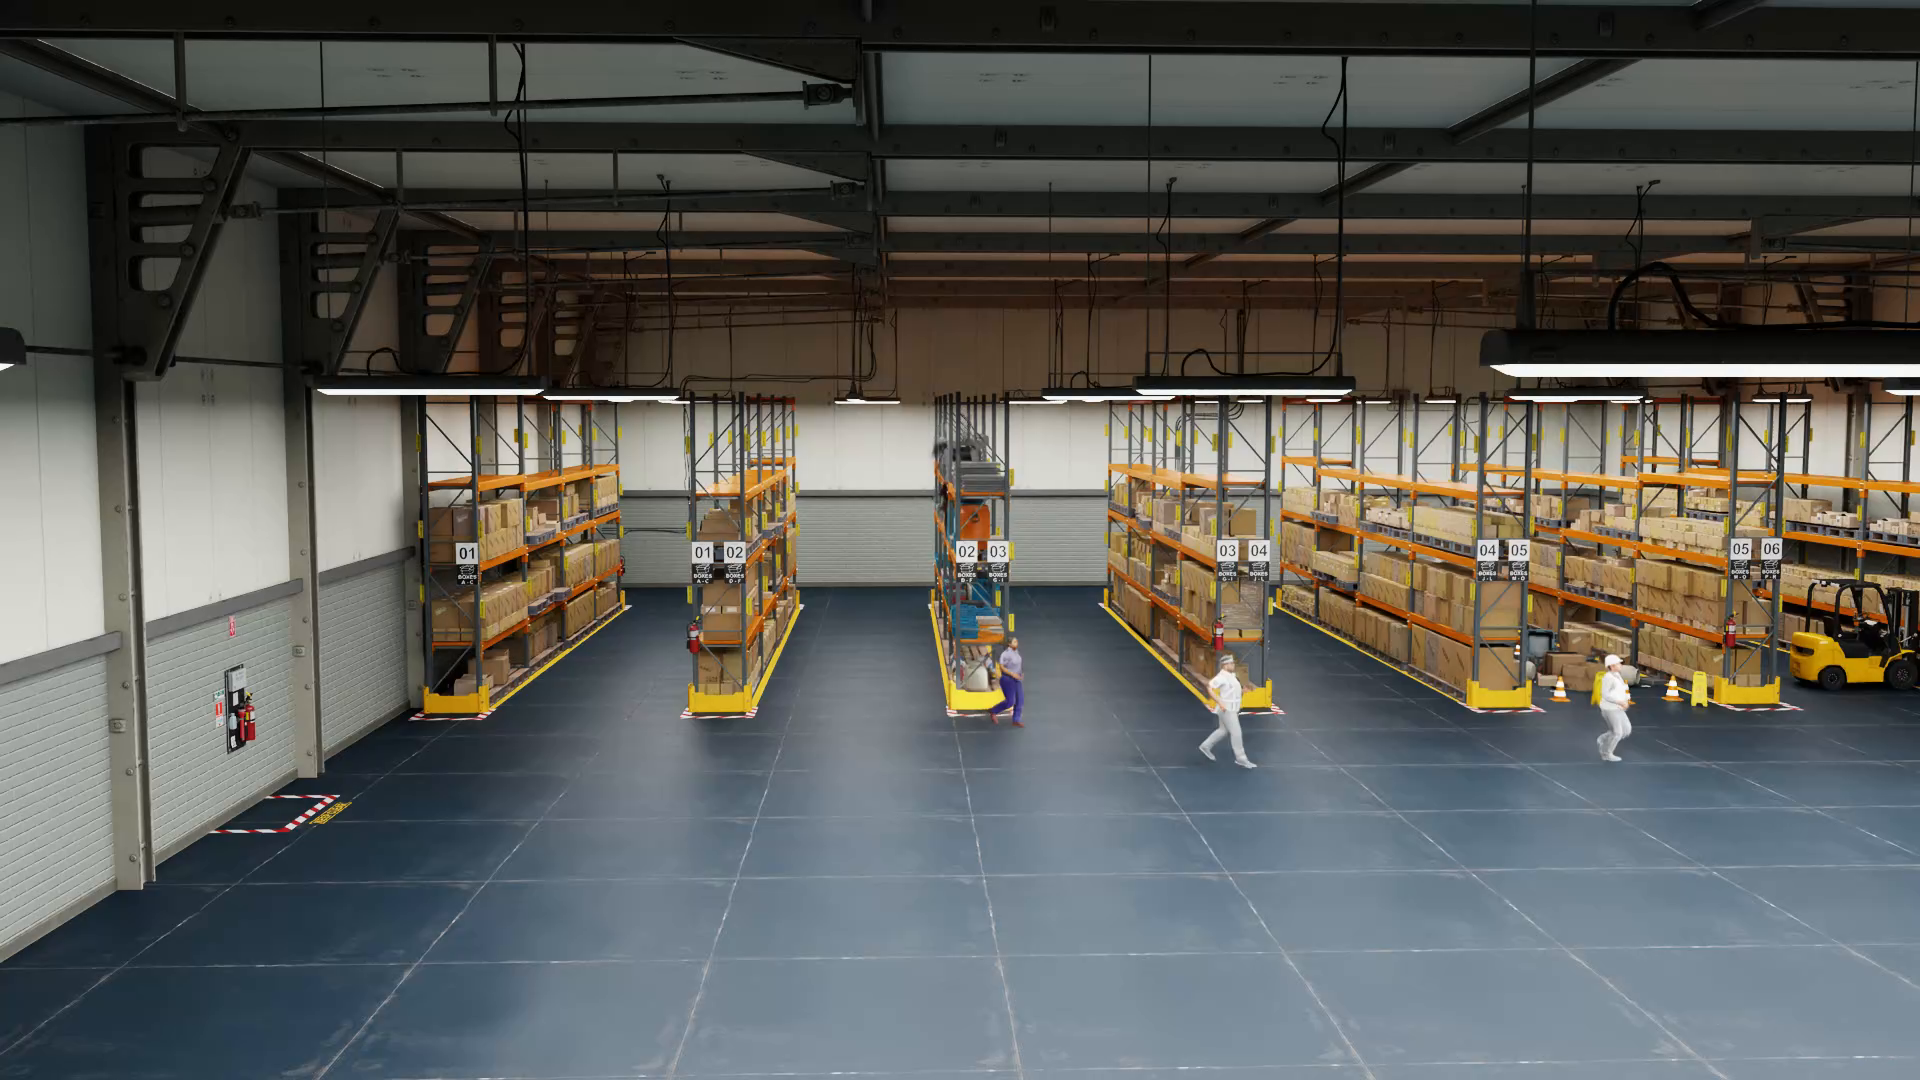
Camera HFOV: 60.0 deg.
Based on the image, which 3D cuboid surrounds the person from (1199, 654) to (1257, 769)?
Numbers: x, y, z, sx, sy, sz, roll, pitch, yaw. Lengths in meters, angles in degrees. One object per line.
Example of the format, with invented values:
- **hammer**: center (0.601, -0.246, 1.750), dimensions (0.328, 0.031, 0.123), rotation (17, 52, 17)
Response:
- **person**: center (4.276, 2.696, 26.442), dimensions (0.941, 1.782, 0.658), rotation (2, 5, 22)

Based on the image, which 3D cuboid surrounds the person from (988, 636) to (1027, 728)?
- **person**: center (0.880, 2.535, 29.801), dimensions (0.719, 1.644, 0.632), rotation (3, 5, 29)

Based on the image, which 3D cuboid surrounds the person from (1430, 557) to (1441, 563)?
- **person**: center (14.037, 0.956, 49.365), dimensions (0.530, 1.622, 0.632), rotation (1, 5, 9)

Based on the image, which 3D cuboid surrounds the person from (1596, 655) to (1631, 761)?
- **person**: center (10.548, 2.709, 26.813), dimensions (0.576, 1.725, 0.638), rotation (3, 6, 37)
